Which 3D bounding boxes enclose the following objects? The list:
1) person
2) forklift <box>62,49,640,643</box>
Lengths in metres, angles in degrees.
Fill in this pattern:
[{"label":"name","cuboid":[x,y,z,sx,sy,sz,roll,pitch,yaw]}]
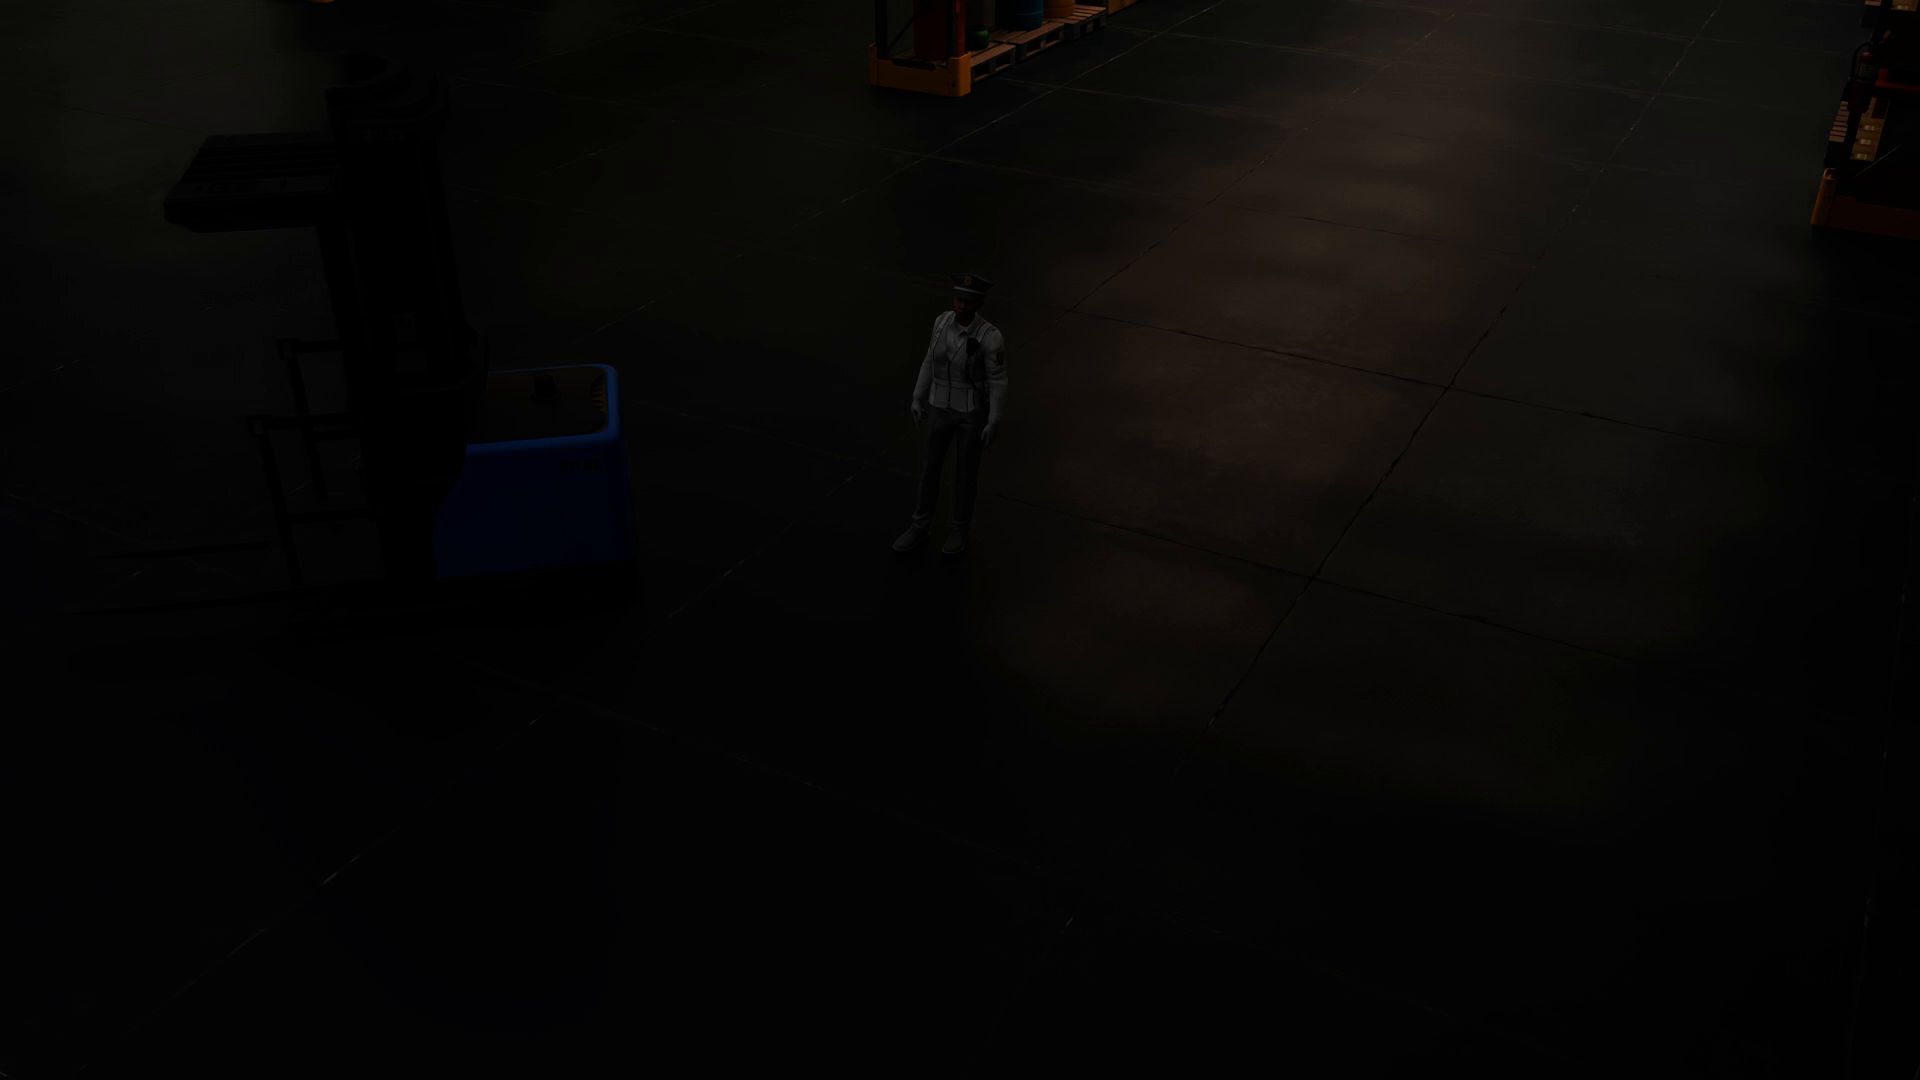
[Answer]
[{"label":"person","cuboid":[-0.038,-0.712,9.527,0.587,1.696,0.534,15,33,25]},{"label":"forklift","cuboid":[-3.376,-0.996,8.797,3.031,2.935,1.130,-6,30,-10]}]
